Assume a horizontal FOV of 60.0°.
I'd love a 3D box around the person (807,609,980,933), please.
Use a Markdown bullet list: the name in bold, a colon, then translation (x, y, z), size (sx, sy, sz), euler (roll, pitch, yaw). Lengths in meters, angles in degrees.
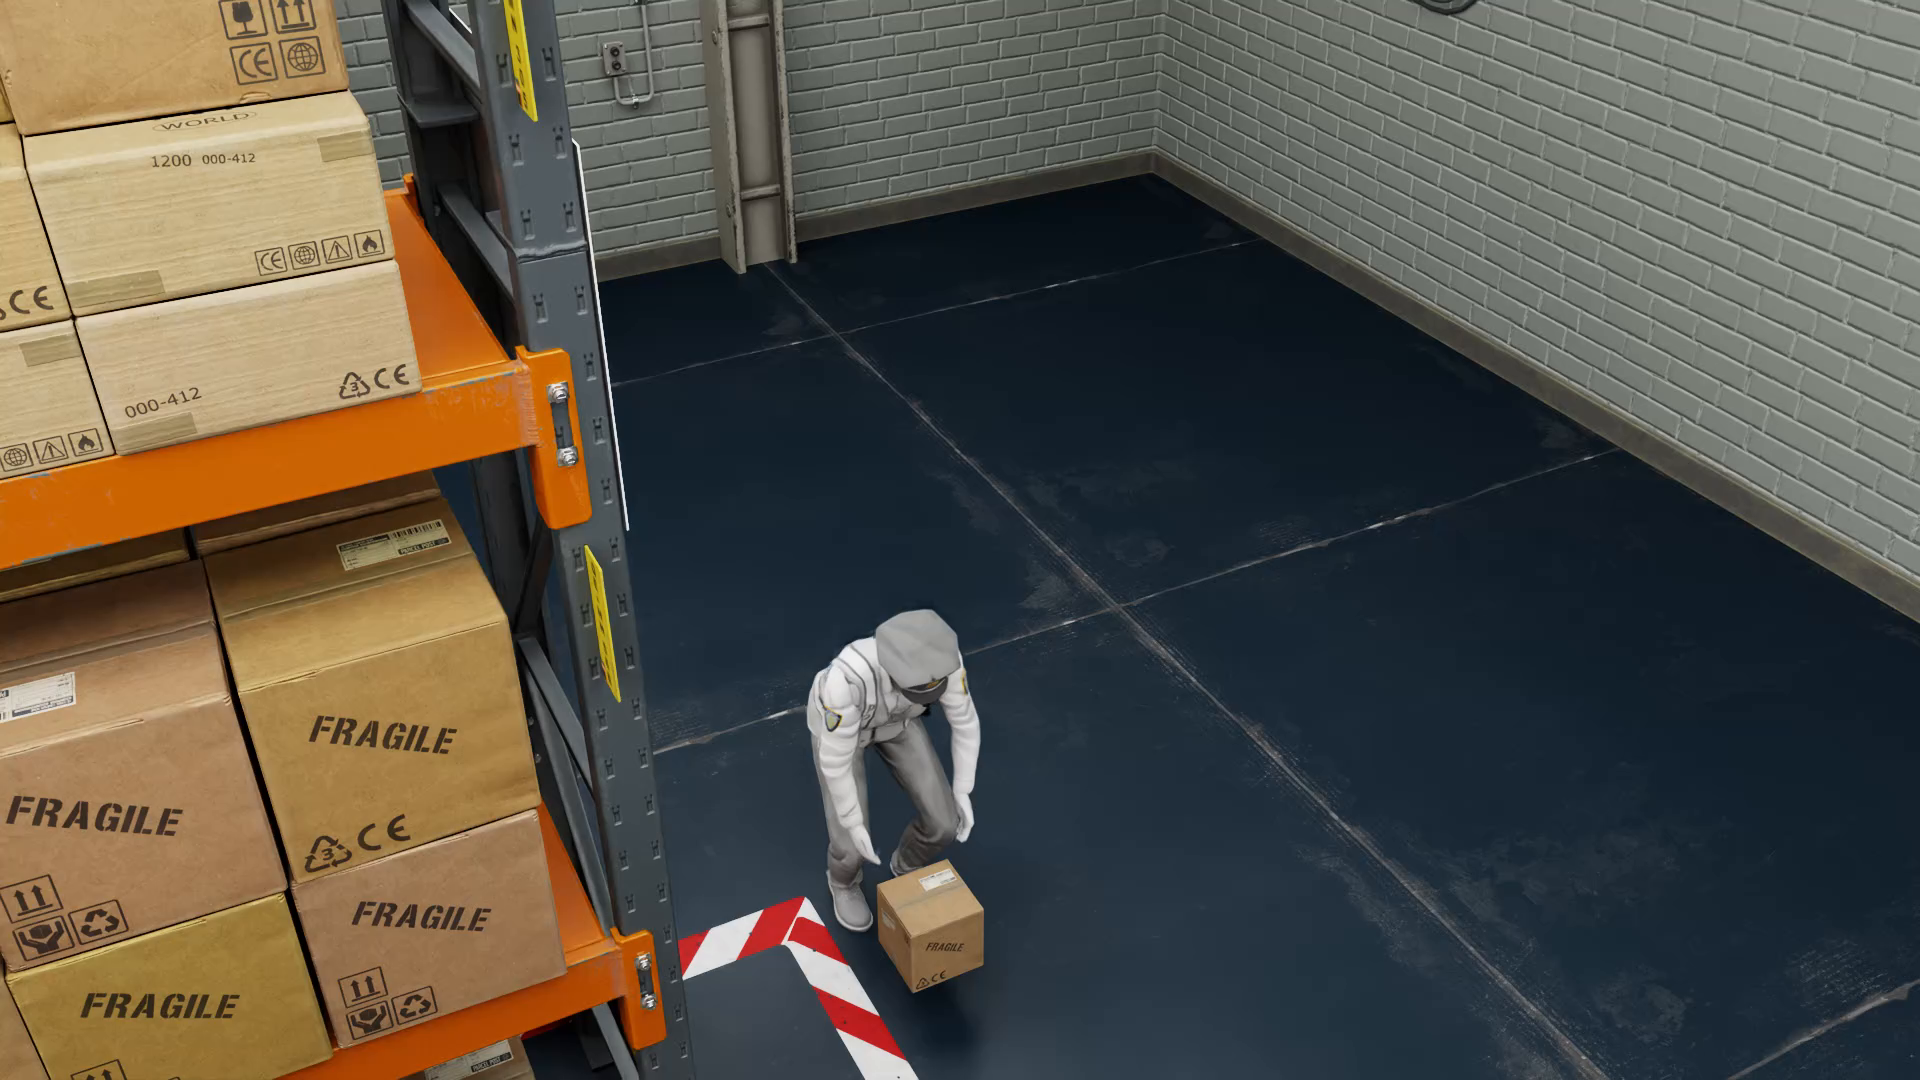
- **person**: translation (-0.212, 0.705, 5.358), size (0.535, 1.349, 0.723), euler (-12, 35, -18)
